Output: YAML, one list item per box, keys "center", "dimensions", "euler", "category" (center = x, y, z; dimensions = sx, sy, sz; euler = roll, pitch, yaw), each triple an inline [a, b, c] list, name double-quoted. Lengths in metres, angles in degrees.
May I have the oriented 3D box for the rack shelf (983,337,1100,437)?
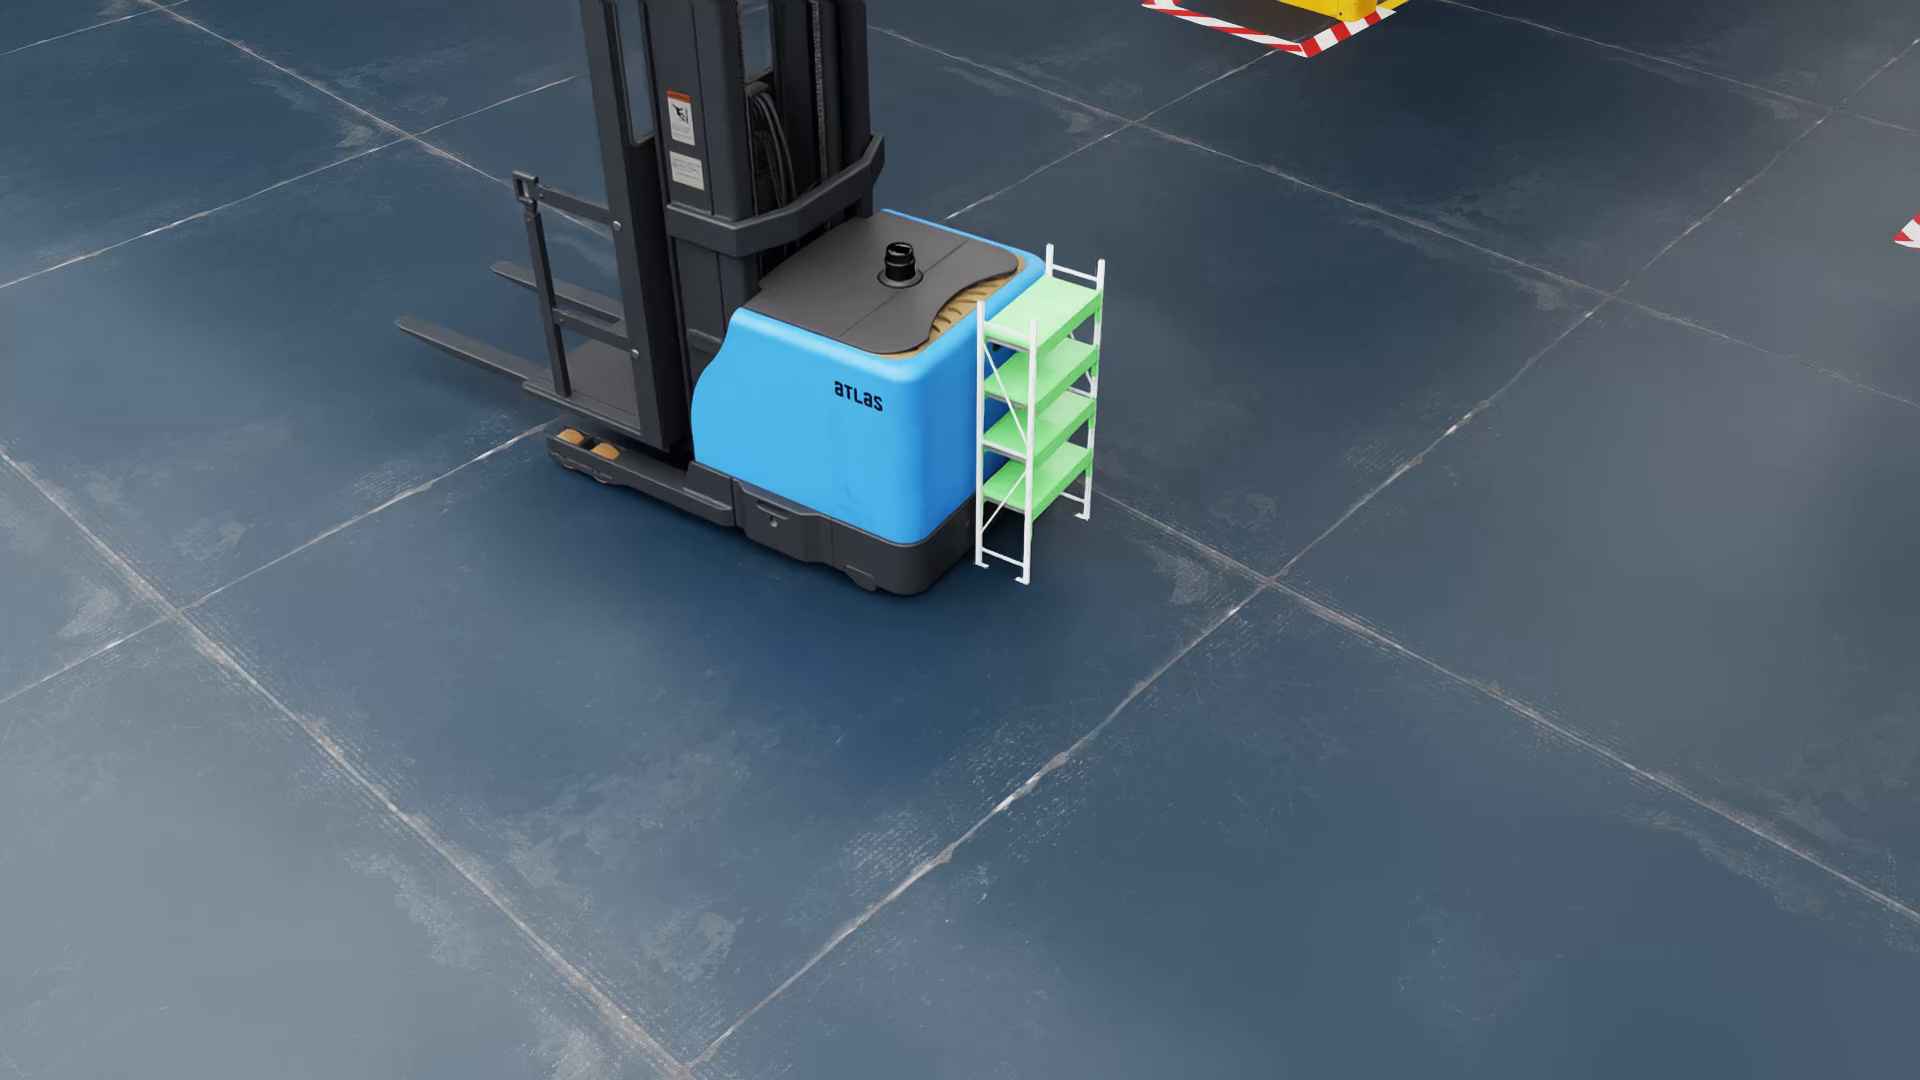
- center: [0.298, -0.603, 6.262]
  dimensions: [0.258, 0.148, 0.480]
  euler: [22, 43, 25]
  category: "rack shelf"

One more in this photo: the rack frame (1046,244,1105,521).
- center: [0.429, -0.594, 6.533]
  dimensions: [0.240, 1.200, 0.015]
  euler: [22, 43, 25]
  category: "rack frame"

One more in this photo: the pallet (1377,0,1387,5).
- center: [2.871, -4.205, 11.868]
  dimensions: [1.003, 0.211, 1.213]
  euler: [30, 47, 32]
  category: "pallet"

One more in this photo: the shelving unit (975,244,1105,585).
- center: [0.298, -0.465, 6.371]
  dimensions: [0.258, 1.200, 0.503]
  euler: [22, 43, 25]
  category: "shelving unit"

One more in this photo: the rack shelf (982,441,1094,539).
- center: [0.298, -0.228, 6.561]
  dimensions: [0.258, 0.148, 0.480]
  euler: [22, 43, 25]
  category: "rack shelf"

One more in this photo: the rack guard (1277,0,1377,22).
- center: [2.296, -3.959, 11.327]
  dimensions: [1.175, 0.500, 0.348]
  euler: [30, 47, 32]
  category: "rack guard"

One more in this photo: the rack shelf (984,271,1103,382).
- center: [0.298, -0.791, 6.112]
  dimensions: [0.258, 0.148, 0.480]
  euler: [22, 43, 25]
  category: "rack shelf"

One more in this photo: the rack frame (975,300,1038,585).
- center: [0.167, -0.337, 6.210]
  dimensions: [0.240, 1.200, 0.015]
  euler: [22, 43, 25]
  category: "rack frame"

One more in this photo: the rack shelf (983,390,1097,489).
- center: [0.298, -0.415, 6.411]
  dimensions: [0.258, 0.148, 0.480]
  euler: [22, 43, 25]
  category: "rack shelf"

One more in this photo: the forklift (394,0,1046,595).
- center: [-1.160, -1.641, 6.459]
  dimensions: [3.031, 2.935, 1.130]
  euler: [22, 43, 25]
  category: "forklift"
